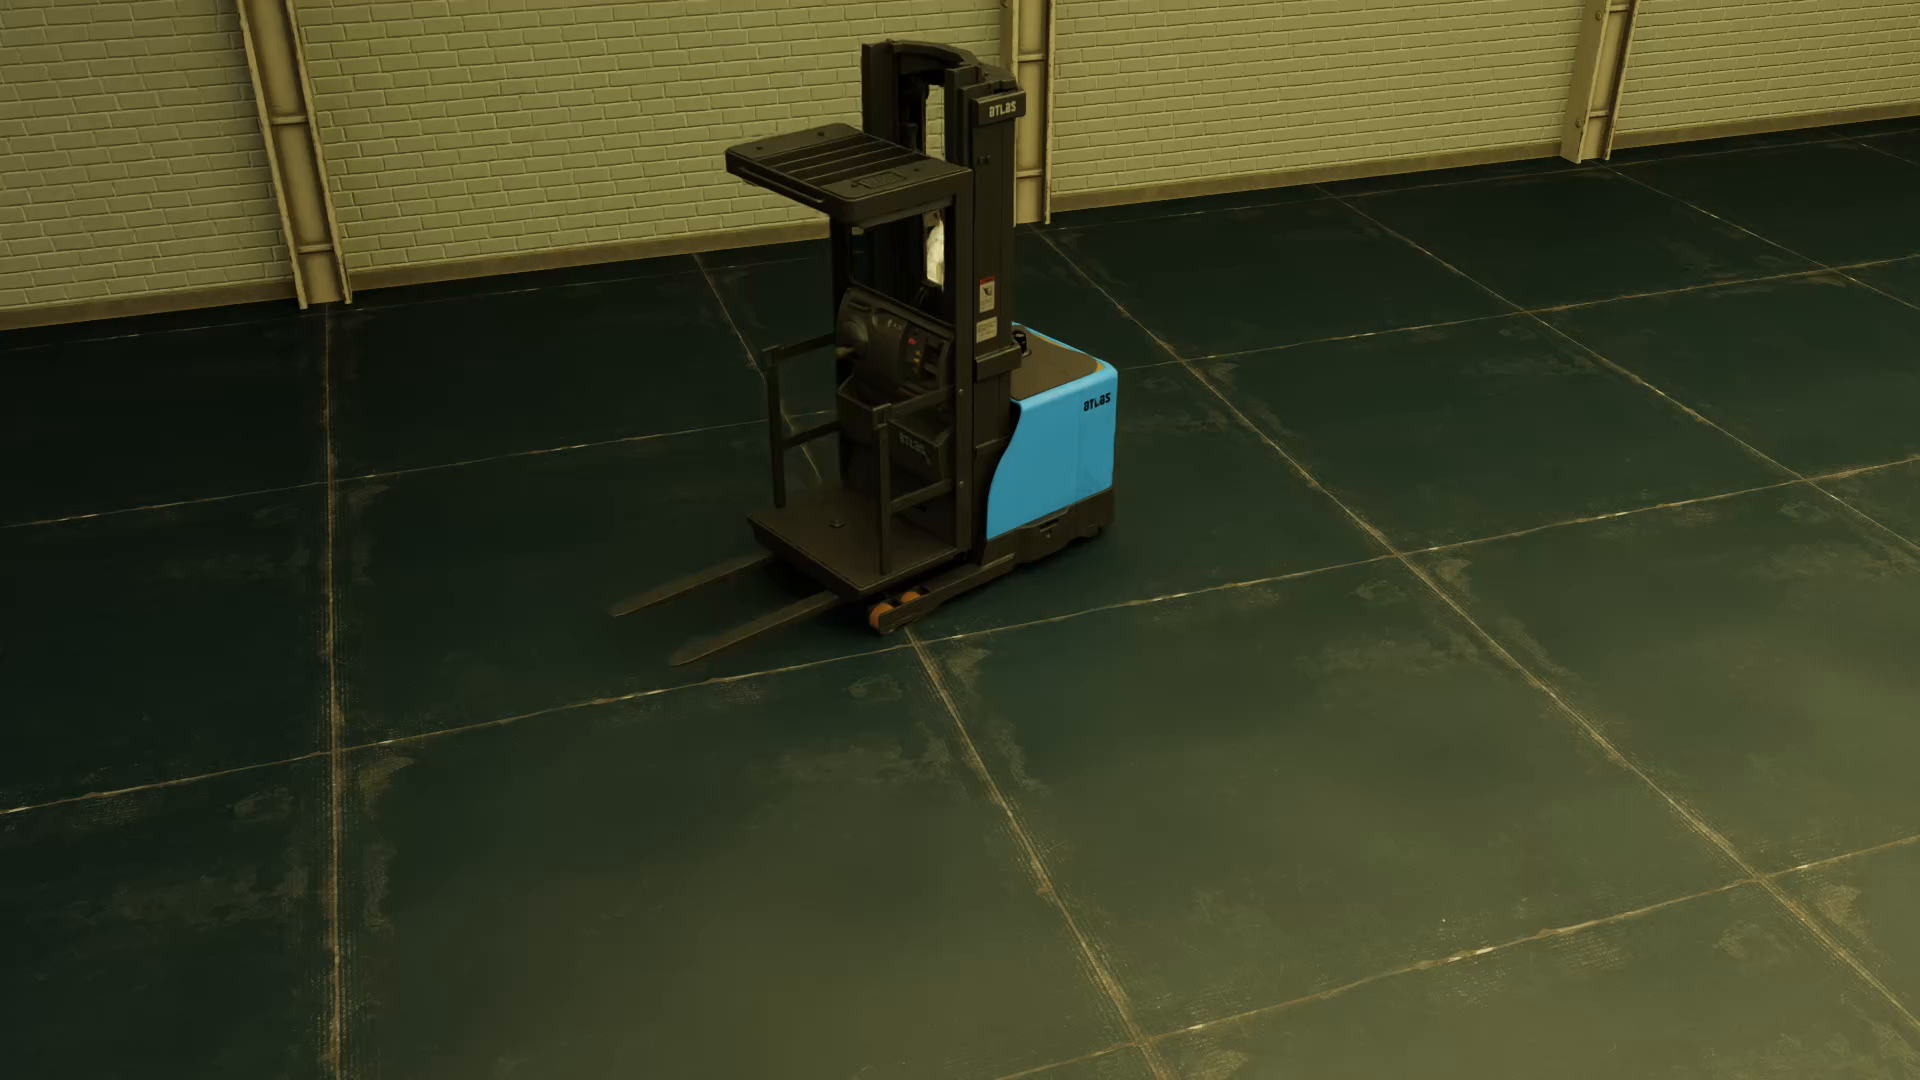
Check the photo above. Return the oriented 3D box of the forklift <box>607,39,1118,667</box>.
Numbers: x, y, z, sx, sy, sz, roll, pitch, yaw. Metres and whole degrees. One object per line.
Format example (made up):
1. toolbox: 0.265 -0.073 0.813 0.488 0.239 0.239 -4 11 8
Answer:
1. forklift: -0.521 -1.050 8.912 3.031 2.935 1.130 -23 37 -34

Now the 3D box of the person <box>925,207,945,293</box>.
1. person: -0.108 -1.531 11.067 0.396 1.636 0.791 2 30 3
